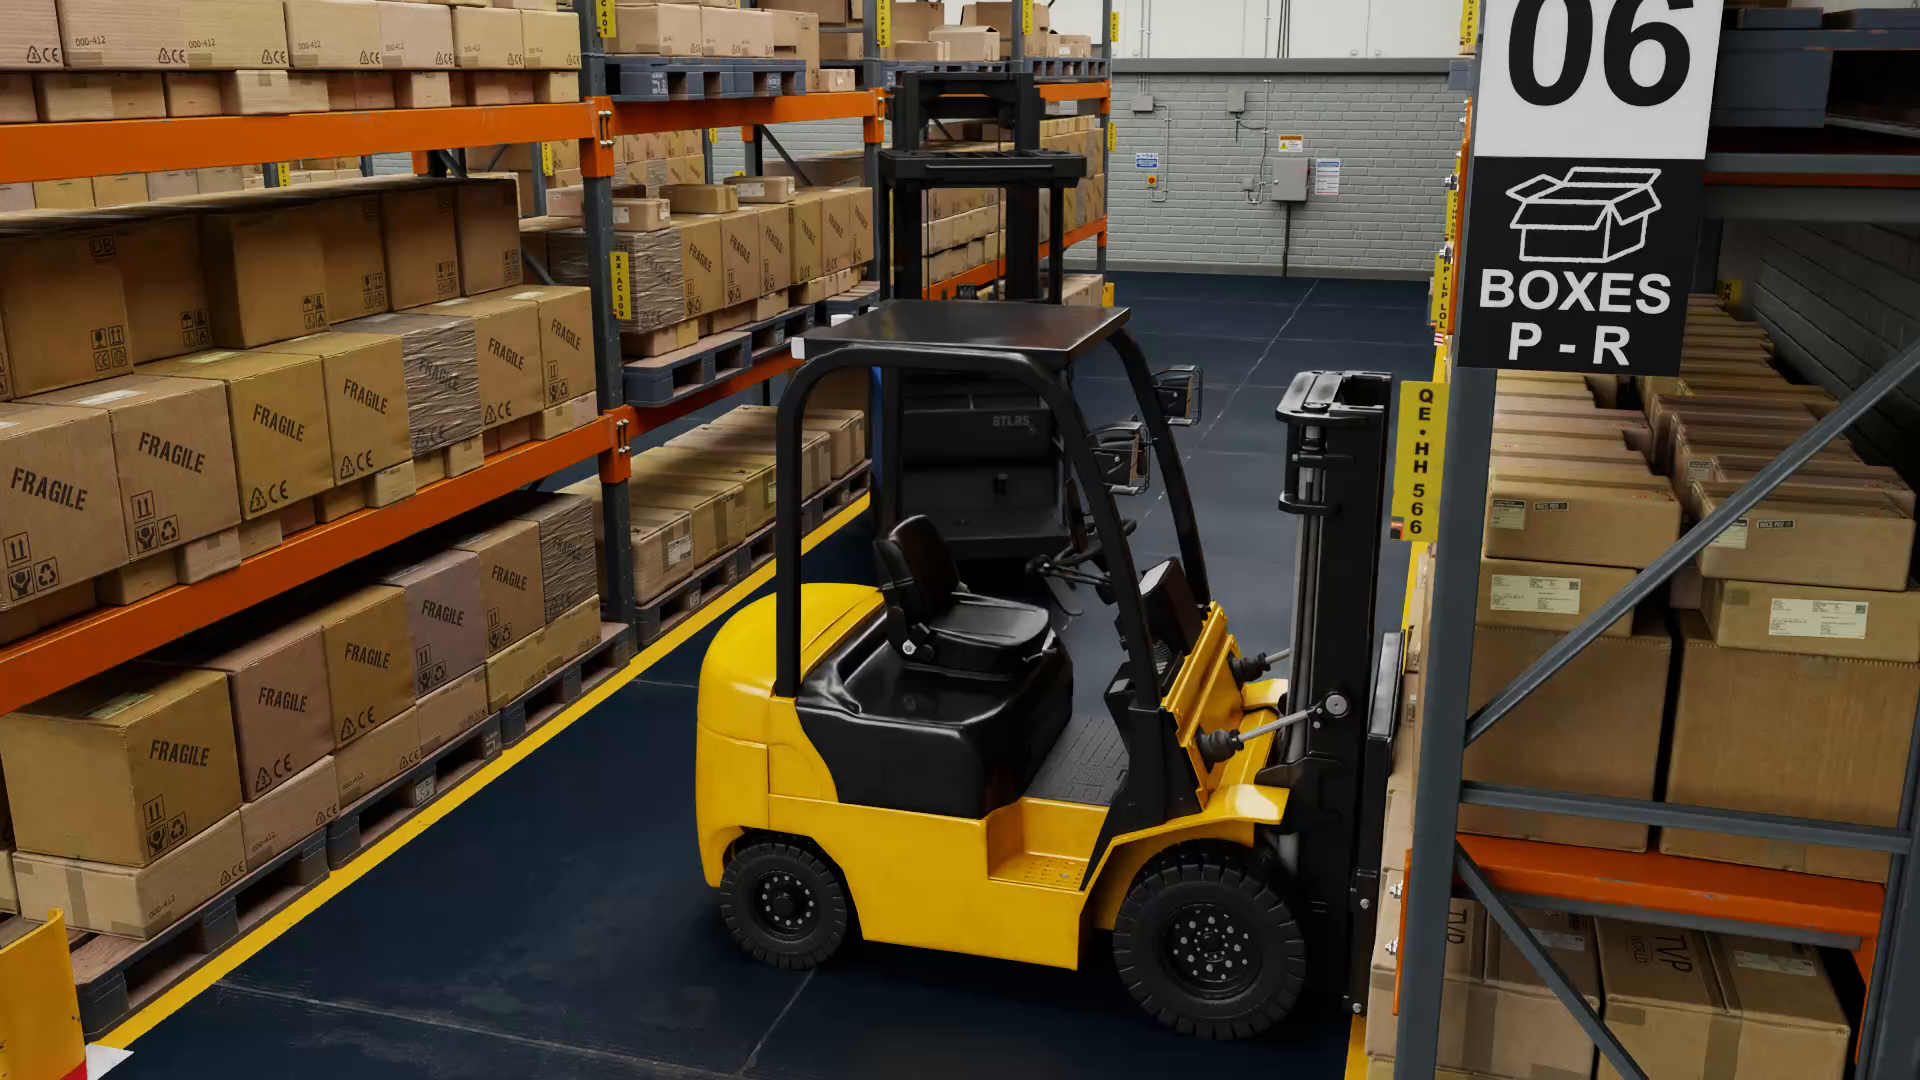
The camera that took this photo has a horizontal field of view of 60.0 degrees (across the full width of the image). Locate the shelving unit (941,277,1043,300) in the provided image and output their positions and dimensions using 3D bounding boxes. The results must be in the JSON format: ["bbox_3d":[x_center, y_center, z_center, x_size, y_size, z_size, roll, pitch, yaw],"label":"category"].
[{"bbox_3d":[0.233,-1.062,11.826,0.431,1.500,0.755,9,18,29],"label":"shelving unit"}]

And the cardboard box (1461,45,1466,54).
[{"bbox_3d":[4.013,-3.769,12.631,0.380,0.149,0.250,5,17,17],"label":"cardboard box"}]

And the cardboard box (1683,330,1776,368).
[{"bbox_3d":[2.496,-0.611,5.570,0.380,0.149,0.250,4,16,15],"label":"cardboard box"}]

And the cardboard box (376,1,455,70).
[{"bbox_3d":[-2.355,-1.981,6.550,0.500,0.250,0.500,4,16,15],"label":"cardboard box"}]

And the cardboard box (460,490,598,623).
[{"bbox_3d":[-2.097,0.067,7.990,0.500,0.500,0.500,4,16,15],"label":"cardboard box"}]

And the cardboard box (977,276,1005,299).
[{"bbox_3d":[-0.012,-1.973,15.411,0.875,0.875,0.875,5,17,18],"label":"cardboard box"}]

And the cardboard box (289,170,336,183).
[{"bbox_3d":[-8.305,-4.567,21.164,0.500,0.250,0.500,4,16,15],"label":"cardboard box"}]

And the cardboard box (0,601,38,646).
[{"bbox_3d":[-3.028,0.226,4.995,0.380,0.149,0.250,5,16,16],"label":"cardboard box"}]

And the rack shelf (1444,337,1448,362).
[{"bbox_3d":[3.143,-0.661,8.983,1.077,0.370,4.000,5,16,16],"label":"rack shelf"}]

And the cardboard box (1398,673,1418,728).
[{"bbox_3d":[1.694,0.659,5.448,0.500,0.250,0.500,4,16,15],"label":"cardboard box"}]

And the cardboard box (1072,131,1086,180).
[{"bbox_3d":[1.052,-4.124,17.857,0.500,0.500,0.500,5,16,16],"label":"cardboard box"}]

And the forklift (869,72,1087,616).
[{"bbox_3d":[0.101,-1.206,9.712,1.130,2.935,3.031,-2,16,-7],"label":"forklift"}]

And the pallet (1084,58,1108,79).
[{"bbox_3d":[1.024,-5.213,18.378,1.003,0.211,1.213,5,16,16],"label":"pallet"}]

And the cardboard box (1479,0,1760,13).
[{"bbox_3d":[1.330,-1.314,3.331,0.500,0.500,0.500,5,17,18],"label":"cardboard box"}]

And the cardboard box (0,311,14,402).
[{"bbox_3d":[-3.387,-0.645,5.044,0.700,0.500,0.500,4,16,15],"label":"cardboard box"}]

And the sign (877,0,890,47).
[{"bbox_3d":[-0.529,-3.564,11.453,0.100,0.325,0.005,5,16,16],"label":"sign"}]

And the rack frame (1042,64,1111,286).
[{"bbox_3d":[1.224,-4.008,19.462,1.000,3.000,0.127,5,16,16],"label":"rack frame"}]

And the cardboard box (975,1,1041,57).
[{"bbox_3d":[0.456,-4.840,15.764,0.500,0.500,0.500,5,17,17],"label":"cardboard box"}]

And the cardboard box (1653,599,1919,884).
[{"bbox_3d":[1.845,0.406,3.718,0.500,0.500,0.500,5,17,18],"label":"cardboard box"}]

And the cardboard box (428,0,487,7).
[{"bbox_3d":[-2.175,-2.261,6.806,0.380,0.149,0.250,5,17,18],"label":"cardboard box"}]

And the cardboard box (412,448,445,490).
[{"bbox_3d":[-2.372,-0.309,6.882,0.380,0.149,0.250,4,16,15],"label":"cardboard box"}]

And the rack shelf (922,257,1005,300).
[{"bbox_3d":[-0.481,-2.092,14.026,1.077,0.370,4.000,5,16,16],"label":"rack shelf"}]

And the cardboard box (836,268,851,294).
[{"bbox_3d":[-0.952,-1.747,11.181,0.380,0.149,0.250,4,16,15],"label":"cardboard box"}]

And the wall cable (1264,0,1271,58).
[{"bbox_3d":[3.291,-8.345,23.759,2.355,3.000,0.029,5,16,16],"label":"wall cable"}]

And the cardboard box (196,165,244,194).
[{"bbox_3d":[-5.961,-2.685,12.782,0.700,0.500,0.500,5,16,16],"label":"cardboard box"}]

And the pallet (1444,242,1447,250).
[{"bbox_3d":[4.516,-2.284,13.738,1.003,0.211,1.213,5,16,16],"label":"pallet"}]

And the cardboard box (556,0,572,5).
[{"bbox_3d":[-2.143,-2.843,8.448,0.500,0.250,0.500,5,17,17],"label":"cardboard box"}]

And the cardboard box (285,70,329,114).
[{"bbox_3d":[-2.518,-1.616,5.993,0.380,0.149,0.250,4,16,14],"label":"cardboard box"}]

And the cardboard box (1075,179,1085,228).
[{"bbox_3d":[1.047,-3.644,17.995,0.500,0.500,0.500,5,17,17],"label":"cardboard box"}]

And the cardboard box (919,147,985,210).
[{"bbox_3d":[-0.101,-3.087,14.200,0.500,0.500,0.500,5,17,18],"label":"cardboard box"}]

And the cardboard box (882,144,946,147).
[{"bbox_3d":[-0.431,-3.262,14.818,0.500,0.500,0.500,5,16,16],"label":"cardboard box"}]

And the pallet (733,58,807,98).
[{"bbox_3d":[-1.617,-2.646,9.507,1.213,0.211,1.003,5,16,16],"label":"pallet"}]

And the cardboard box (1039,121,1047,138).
[{"bbox_3d":[0.645,-4.064,16.455,0.380,0.149,0.250,5,16,15],"label":"cardboard box"}]

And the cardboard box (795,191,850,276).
[{"bbox_3d":[-1.048,-2.031,10.996,0.500,0.500,0.500,4,16,15],"label":"cardboard box"}]

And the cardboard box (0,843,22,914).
[{"bbox_3d":[-3.344,1.060,5.863,0.500,0.250,0.500,5,16,16],"label":"cardboard box"}]

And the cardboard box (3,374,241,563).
[{"bbox_3d":[-2.778,-0.251,5.489,0.500,0.500,0.500,5,17,18],"label":"cardboard box"}]

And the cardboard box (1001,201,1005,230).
[{"bbox_3d":[0.195,-2.995,15.252,0.500,0.250,0.500,5,16,16],"label":"cardboard box"}]

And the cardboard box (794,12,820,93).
[{"bbox_3d":[-1.328,-3.159,10.788,0.700,0.500,0.500,5,16,16],"label":"cardboard box"}]

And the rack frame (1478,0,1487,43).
[{"bbox_3d":[1.437,-2.324,2.532,1.000,3.000,0.127,5,16,16],"label":"rack frame"}]

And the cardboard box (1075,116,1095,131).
[{"bbox_3d":[1.273,-4.597,18.336,0.380,0.149,0.250,4,16,15],"label":"cardboard box"}]

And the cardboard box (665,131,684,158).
[{"bbox_3d":[-3.586,-4.766,19.574,0.500,0.500,0.500,4,16,14],"label":"cardboard box"}]

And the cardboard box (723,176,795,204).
[{"bbox_3d":[-1.244,-2.170,10.297,0.380,0.149,0.250,4,16,13],"label":"cardboard box"}]

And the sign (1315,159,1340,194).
[{"bbox_3d":[5.309,-5.254,24.029,0.329,0.494,0.001,5,16,16],"label":"sign"}]

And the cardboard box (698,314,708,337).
[{"bbox_3d":[-1.639,-1.214,9.304,0.380,0.149,0.250,6,17,19],"label":"cardboard box"}]

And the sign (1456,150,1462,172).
[{"bbox_3d":[5.464,-4.082,18.138,0.100,0.325,0.005,5,16,16],"label":"sign"}]

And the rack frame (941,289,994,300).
[{"bbox_3d":[0.049,-0.976,11.521,0.400,1.500,0.023,9,18,29],"label":"rack frame"}]

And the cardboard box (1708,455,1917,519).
[{"bbox_3d":[1.873,-0.077,3.687,0.380,0.149,0.250,5,17,18],"label":"cardboard box"}]

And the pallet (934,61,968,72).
[{"bbox_3d":[-0.602,-3.732,13.340,1.003,0.211,1.213,5,17,18],"label":"pallet"}]

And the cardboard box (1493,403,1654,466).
[{"bbox_3d":[1.568,-0.248,4.290,0.380,0.149,0.250,5,17,16],"label":"cardboard box"}]

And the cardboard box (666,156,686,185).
[{"bbox_3d":[-3.583,-4.284,19.709,0.500,0.500,0.500,4,16,15],"label":"cardboard box"}]

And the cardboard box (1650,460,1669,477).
[{"bbox_3d":[2.240,-0.266,4.897,0.380,0.149,0.250,5,16,16],"label":"cardboard box"}]
